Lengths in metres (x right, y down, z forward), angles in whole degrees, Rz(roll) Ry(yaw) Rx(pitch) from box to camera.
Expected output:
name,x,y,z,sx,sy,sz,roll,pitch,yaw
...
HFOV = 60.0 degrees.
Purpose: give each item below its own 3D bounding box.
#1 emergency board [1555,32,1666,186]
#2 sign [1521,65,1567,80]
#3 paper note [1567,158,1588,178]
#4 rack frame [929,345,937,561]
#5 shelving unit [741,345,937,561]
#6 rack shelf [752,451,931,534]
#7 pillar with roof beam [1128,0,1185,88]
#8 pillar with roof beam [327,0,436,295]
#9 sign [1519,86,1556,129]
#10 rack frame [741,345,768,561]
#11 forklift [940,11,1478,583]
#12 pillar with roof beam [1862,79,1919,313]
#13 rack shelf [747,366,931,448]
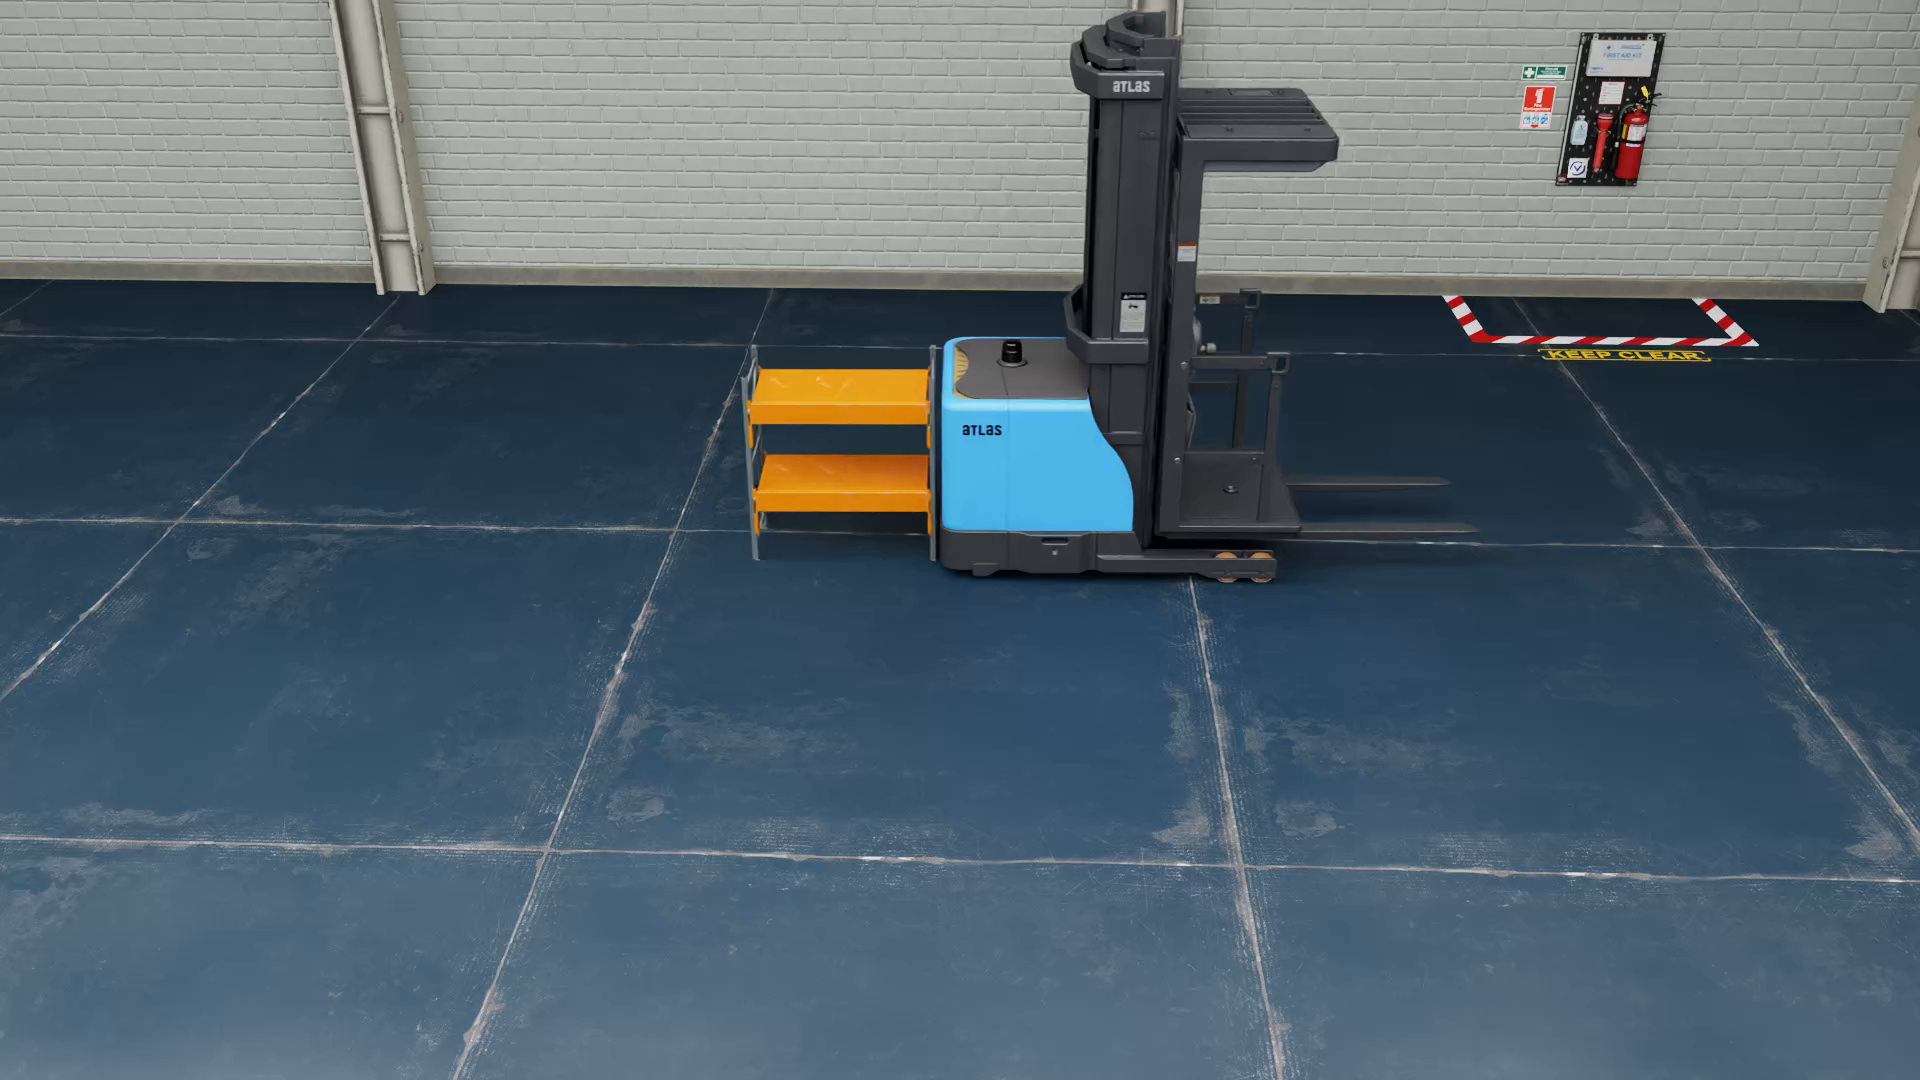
name,x,y,z,sx,sy,sz,roll,pitch,yaw
emergency board,4.989,-3.252,12.682,0.643,1.169,0.194,1,28,2
sign,4.444,-3.555,12.650,0.331,0.109,0.001,1,28,2
paper note,4.814,-2.898,12.955,0.142,0.148,0.016,1,28,2
rack frame,-0.153,-0.492,9.478,0.032,1.125,0.500,0,28,0
shelving unit,-0.661,-0.493,9.480,1.048,1.125,0.538,0,28,0
rack shelf,-0.661,-0.277,9.594,1.000,0.278,0.538,0,28,0
pillar with roof beam,1.309,-3.928,7.552,0.400,9.000,9.100,1,28,2
pillar with roof beam,-4.687,-4.027,7.739,0.400,9.000,9.100,1,28,2
sign,4.440,-3.325,12.782,0.234,0.329,0.001,1,28,2
rack frame,-1.169,-0.495,9.482,0.032,1.125,0.500,0,28,0
forklift,1.405,-1.307,9.086,3.031,2.935,1.130,0,28,0
pillar with roof beam,7.305,-3.829,7.365,0.400,9.000,9.100,1,28,2
rack shelf,-0.661,-0.752,9.343,1.000,0.278,0.538,0,28,0
